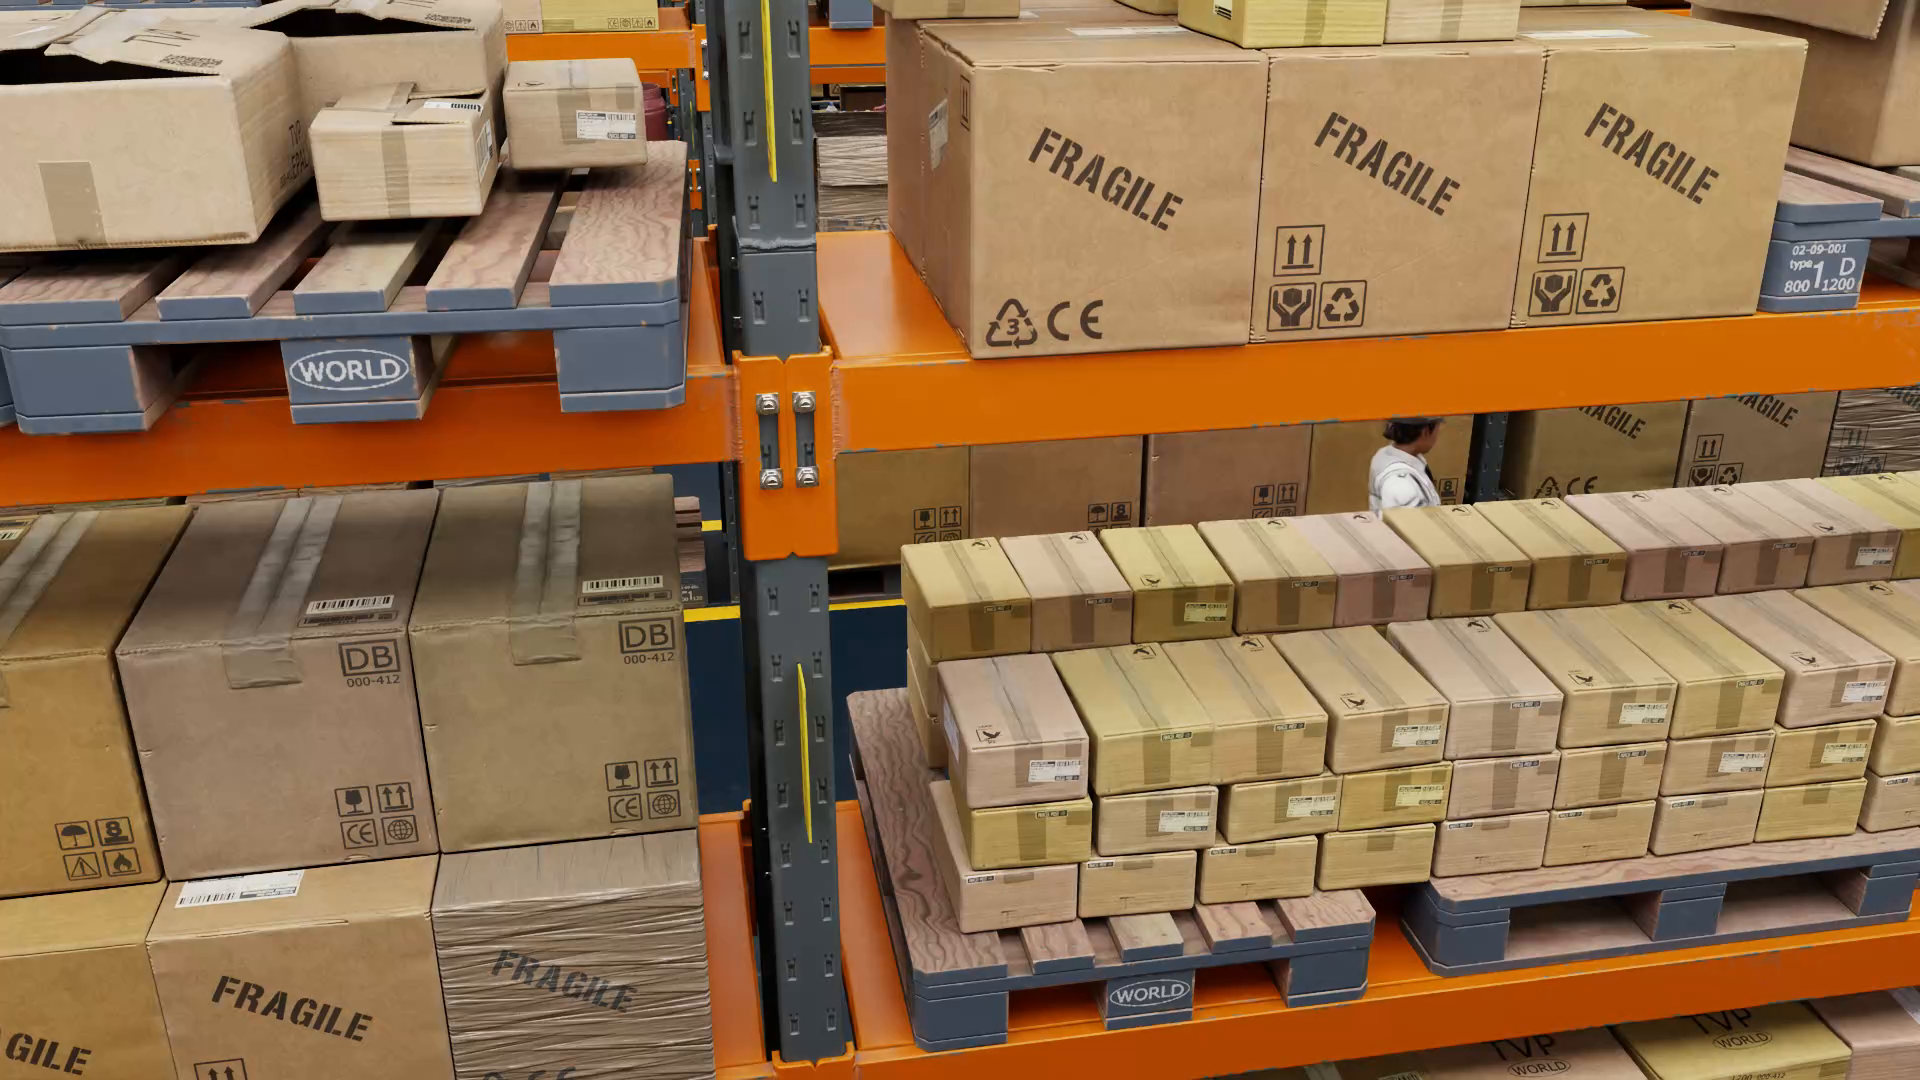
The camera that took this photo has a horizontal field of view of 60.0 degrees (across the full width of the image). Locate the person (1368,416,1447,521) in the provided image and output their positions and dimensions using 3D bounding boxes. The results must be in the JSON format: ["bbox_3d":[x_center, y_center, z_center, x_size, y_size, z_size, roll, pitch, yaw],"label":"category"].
[{"bbox_3d":[1.654,0.214,6.573,0.434,1.665,0.599,3,24,6],"label":"person"}]
